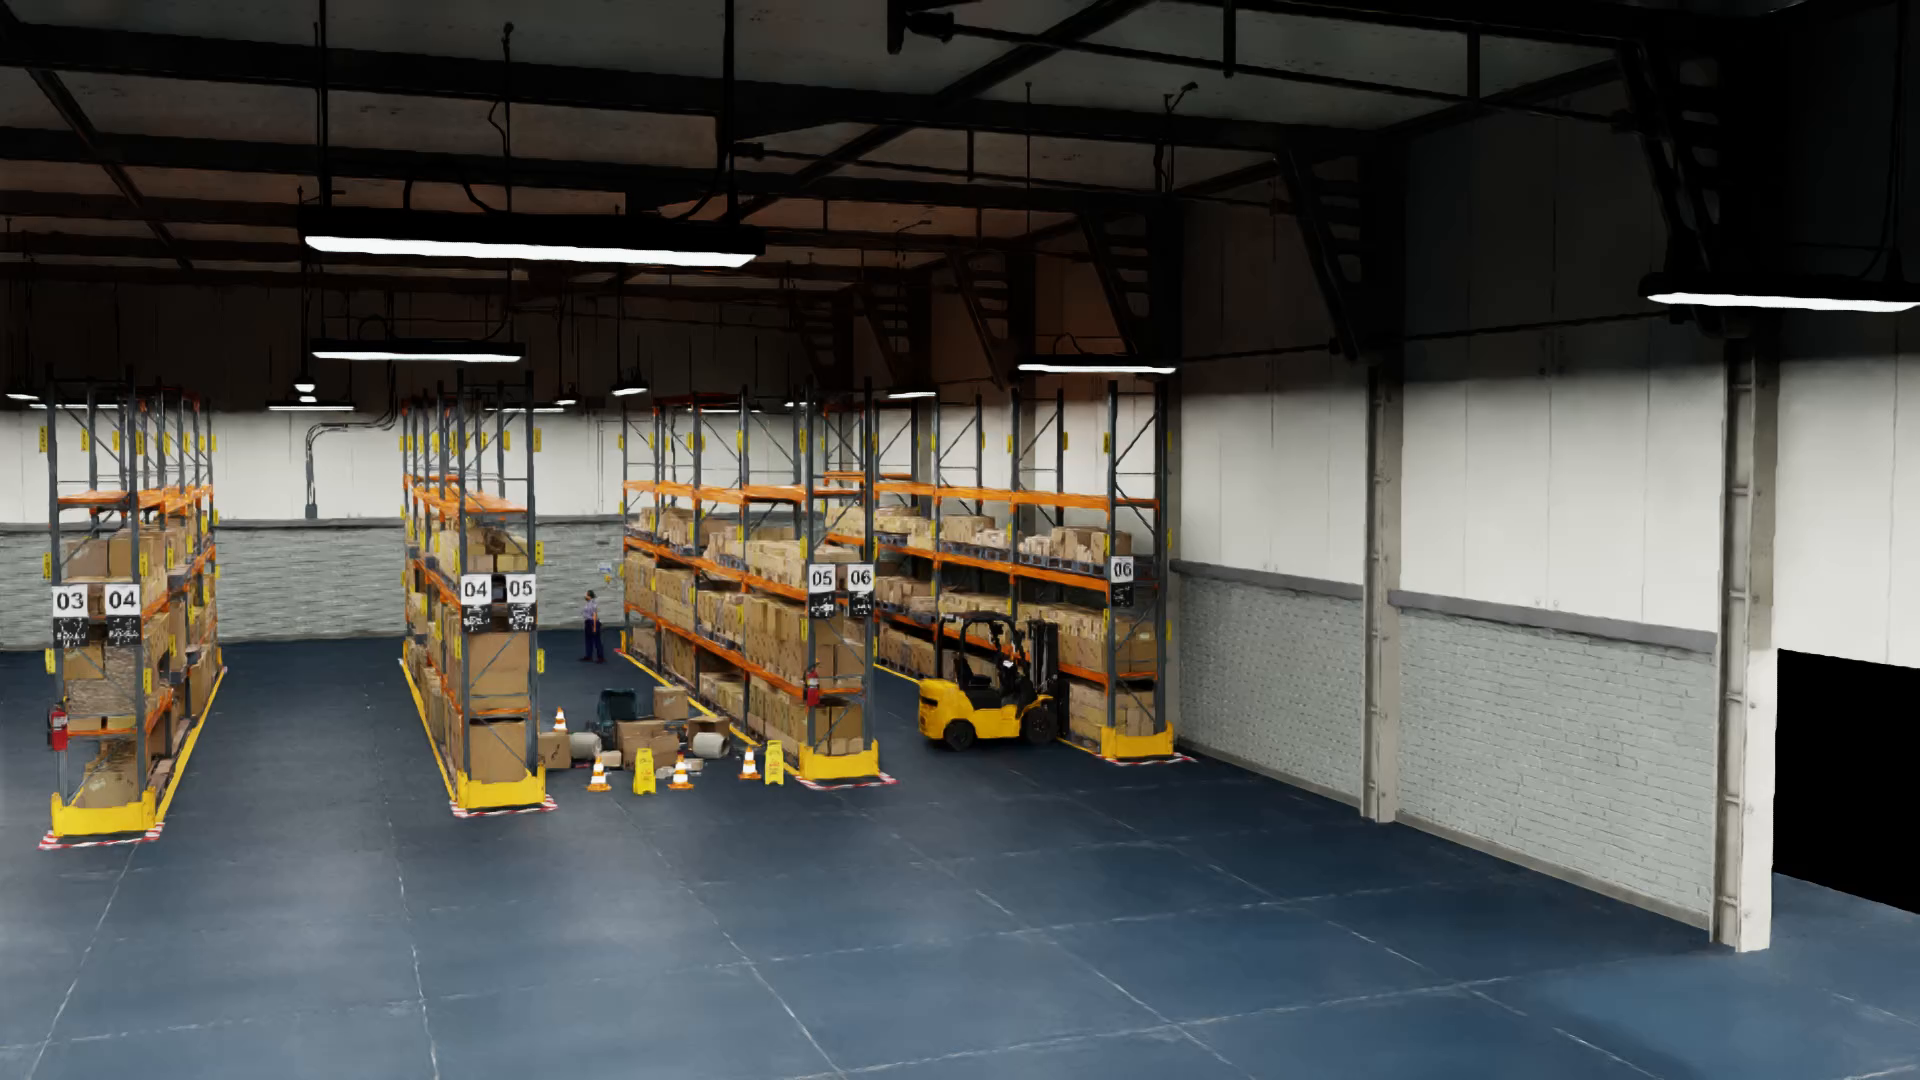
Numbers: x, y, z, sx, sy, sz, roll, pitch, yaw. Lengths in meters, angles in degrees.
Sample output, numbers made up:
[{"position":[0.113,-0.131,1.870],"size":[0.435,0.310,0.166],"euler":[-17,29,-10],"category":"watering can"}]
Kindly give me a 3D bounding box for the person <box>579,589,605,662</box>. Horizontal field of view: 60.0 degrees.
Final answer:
[{"position":[-8.423,1.952,38.073],"size":[0.498,1.644,0.605],"euler":[-2,4,-27],"category":"person"}]
